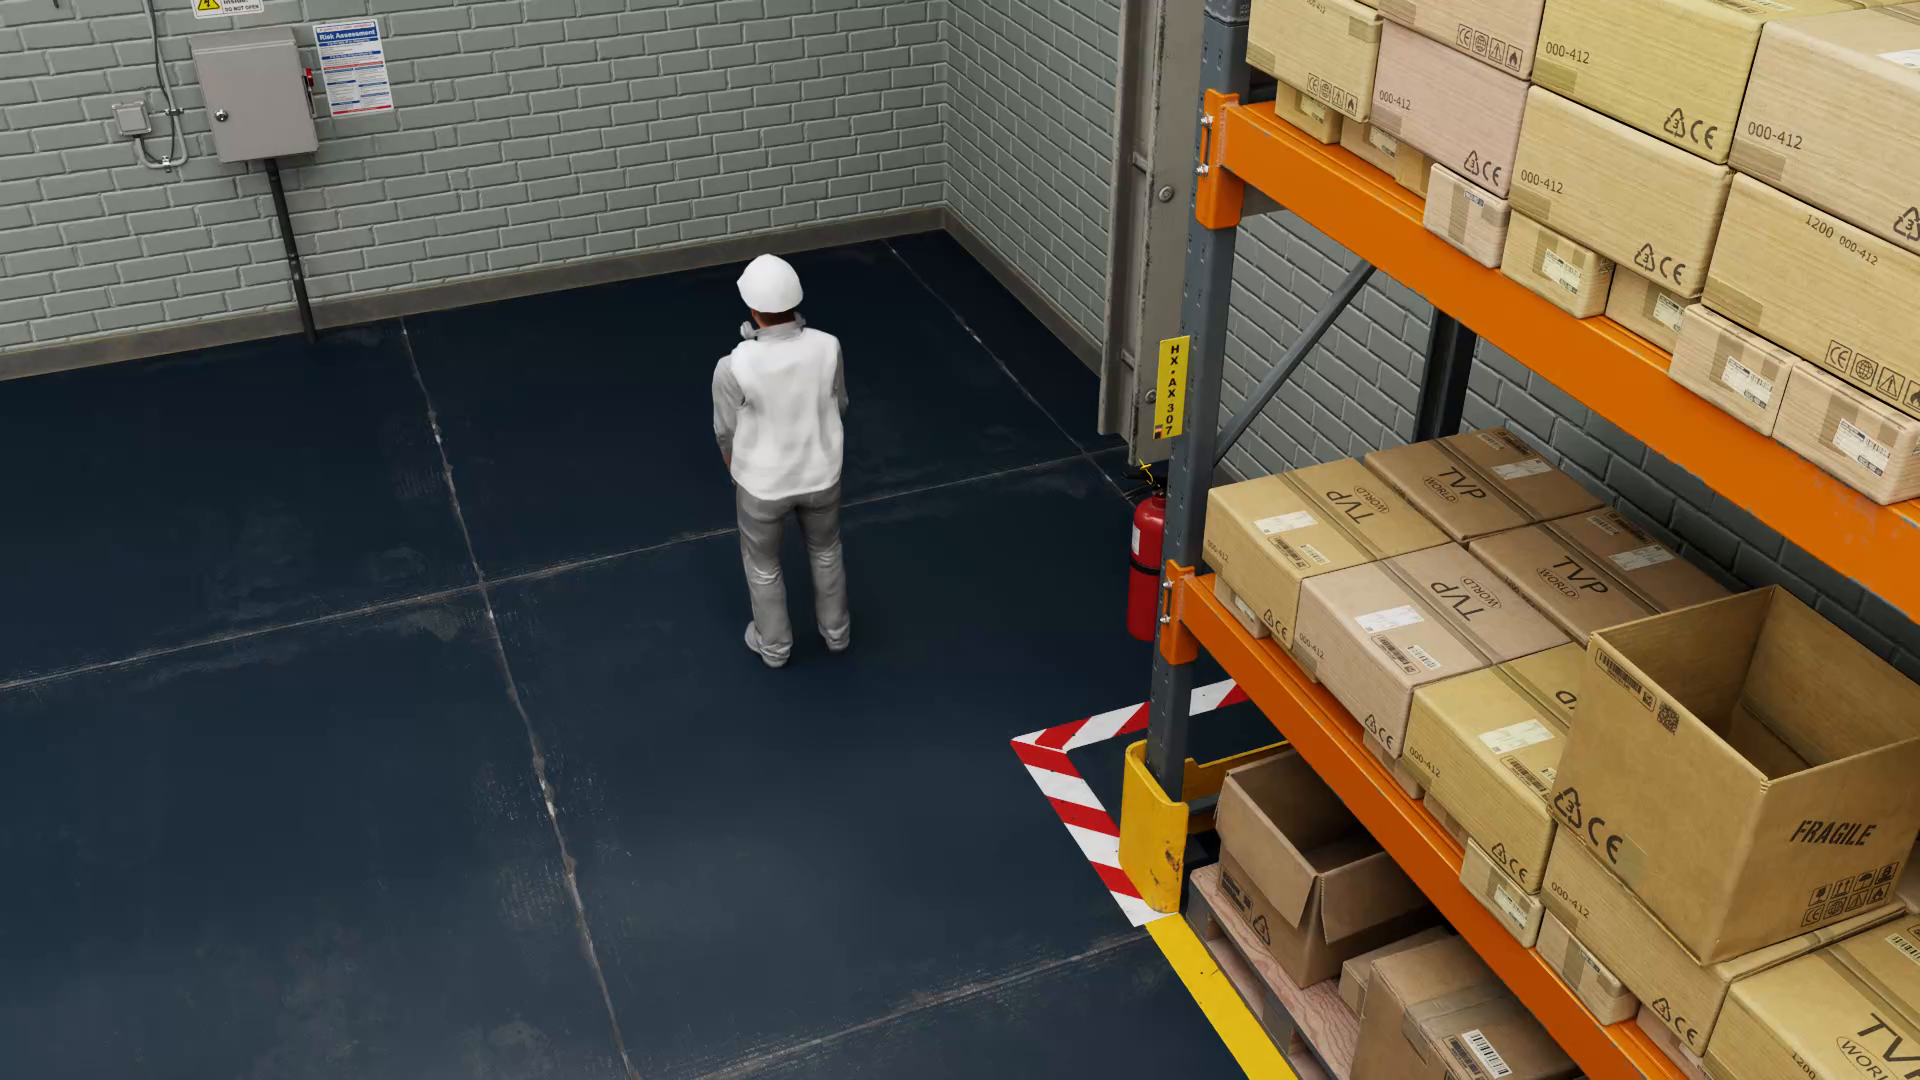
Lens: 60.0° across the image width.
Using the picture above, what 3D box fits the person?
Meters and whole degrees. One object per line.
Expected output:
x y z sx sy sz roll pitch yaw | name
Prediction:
-0.696 -0.294 6.558 0.546 1.779 0.470 -14 36 -20 | person
